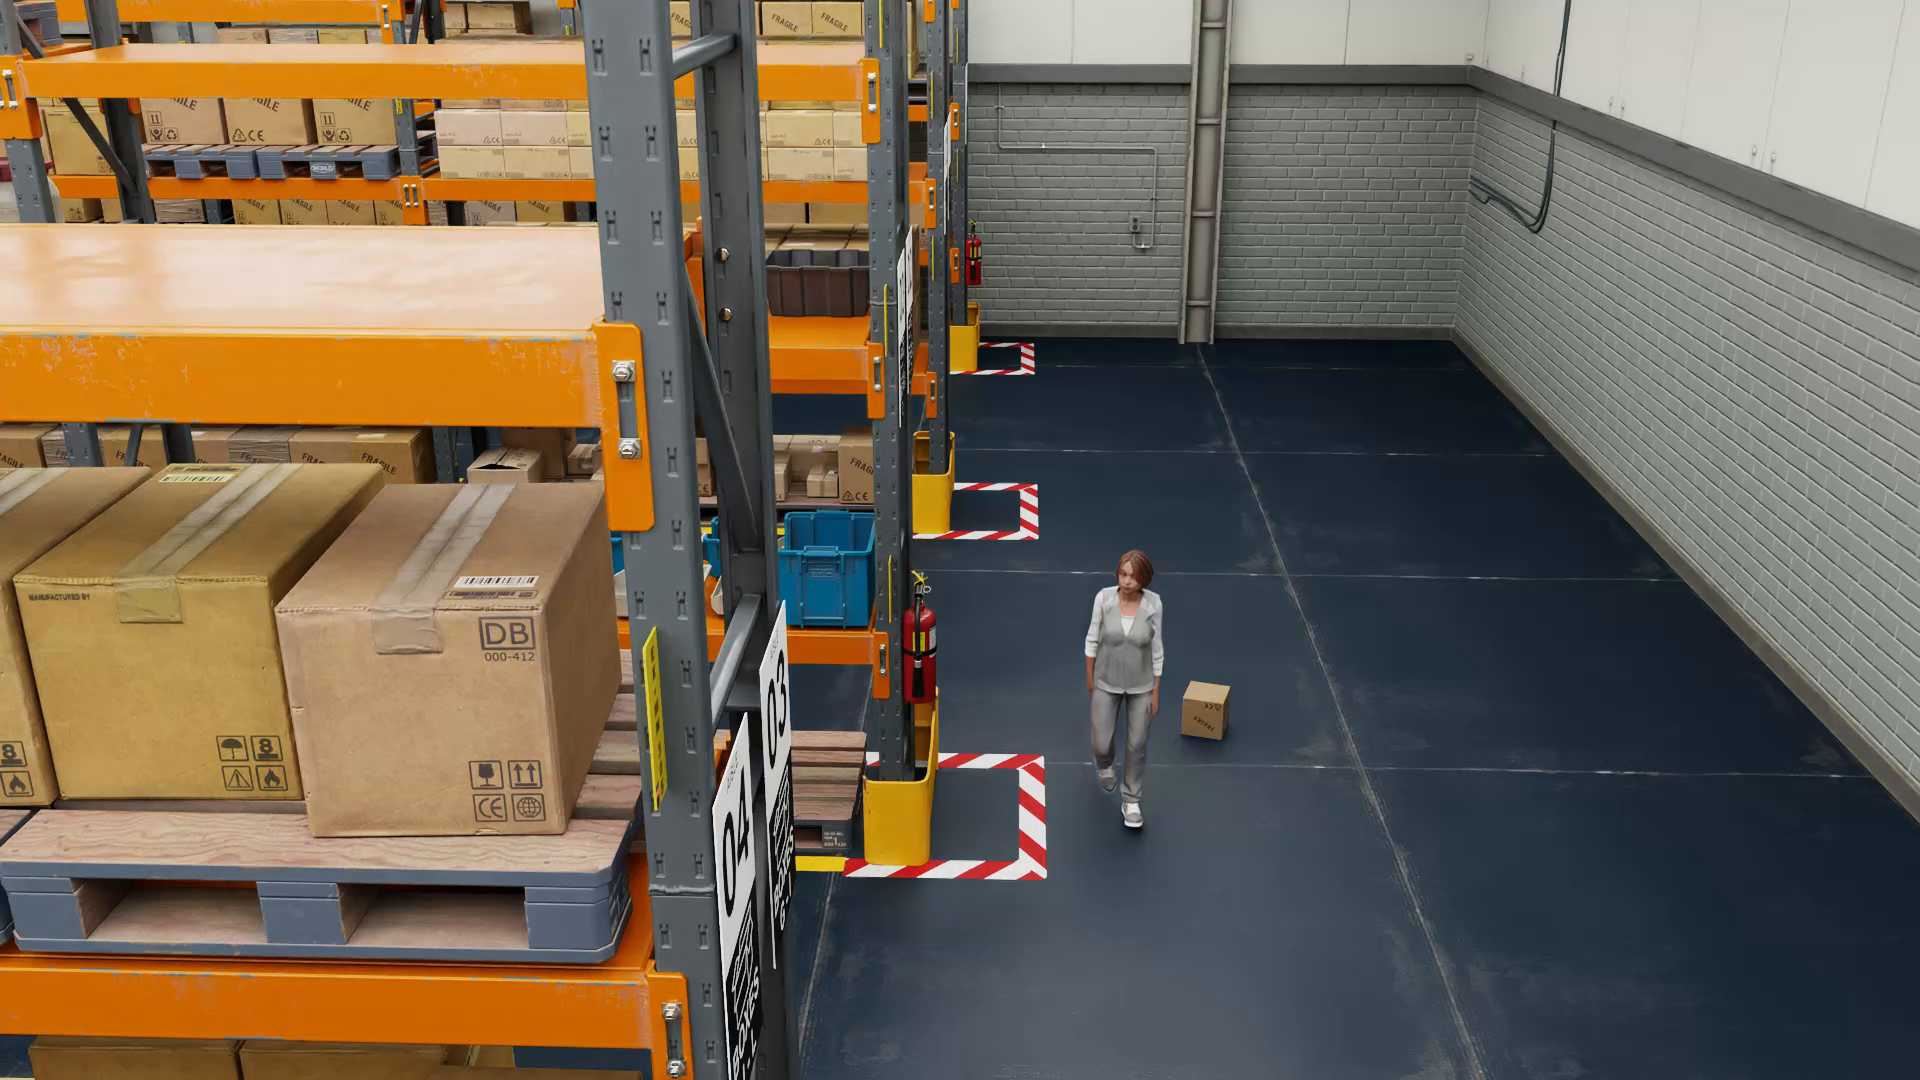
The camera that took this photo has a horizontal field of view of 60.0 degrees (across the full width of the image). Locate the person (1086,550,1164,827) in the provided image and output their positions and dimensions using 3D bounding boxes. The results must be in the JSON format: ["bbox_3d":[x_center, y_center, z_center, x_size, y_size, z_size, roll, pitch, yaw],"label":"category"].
[{"bbox_3d":[0.889,0.775,9.046,0.419,1.567,0.484,2,21,5],"label":"person"}]
